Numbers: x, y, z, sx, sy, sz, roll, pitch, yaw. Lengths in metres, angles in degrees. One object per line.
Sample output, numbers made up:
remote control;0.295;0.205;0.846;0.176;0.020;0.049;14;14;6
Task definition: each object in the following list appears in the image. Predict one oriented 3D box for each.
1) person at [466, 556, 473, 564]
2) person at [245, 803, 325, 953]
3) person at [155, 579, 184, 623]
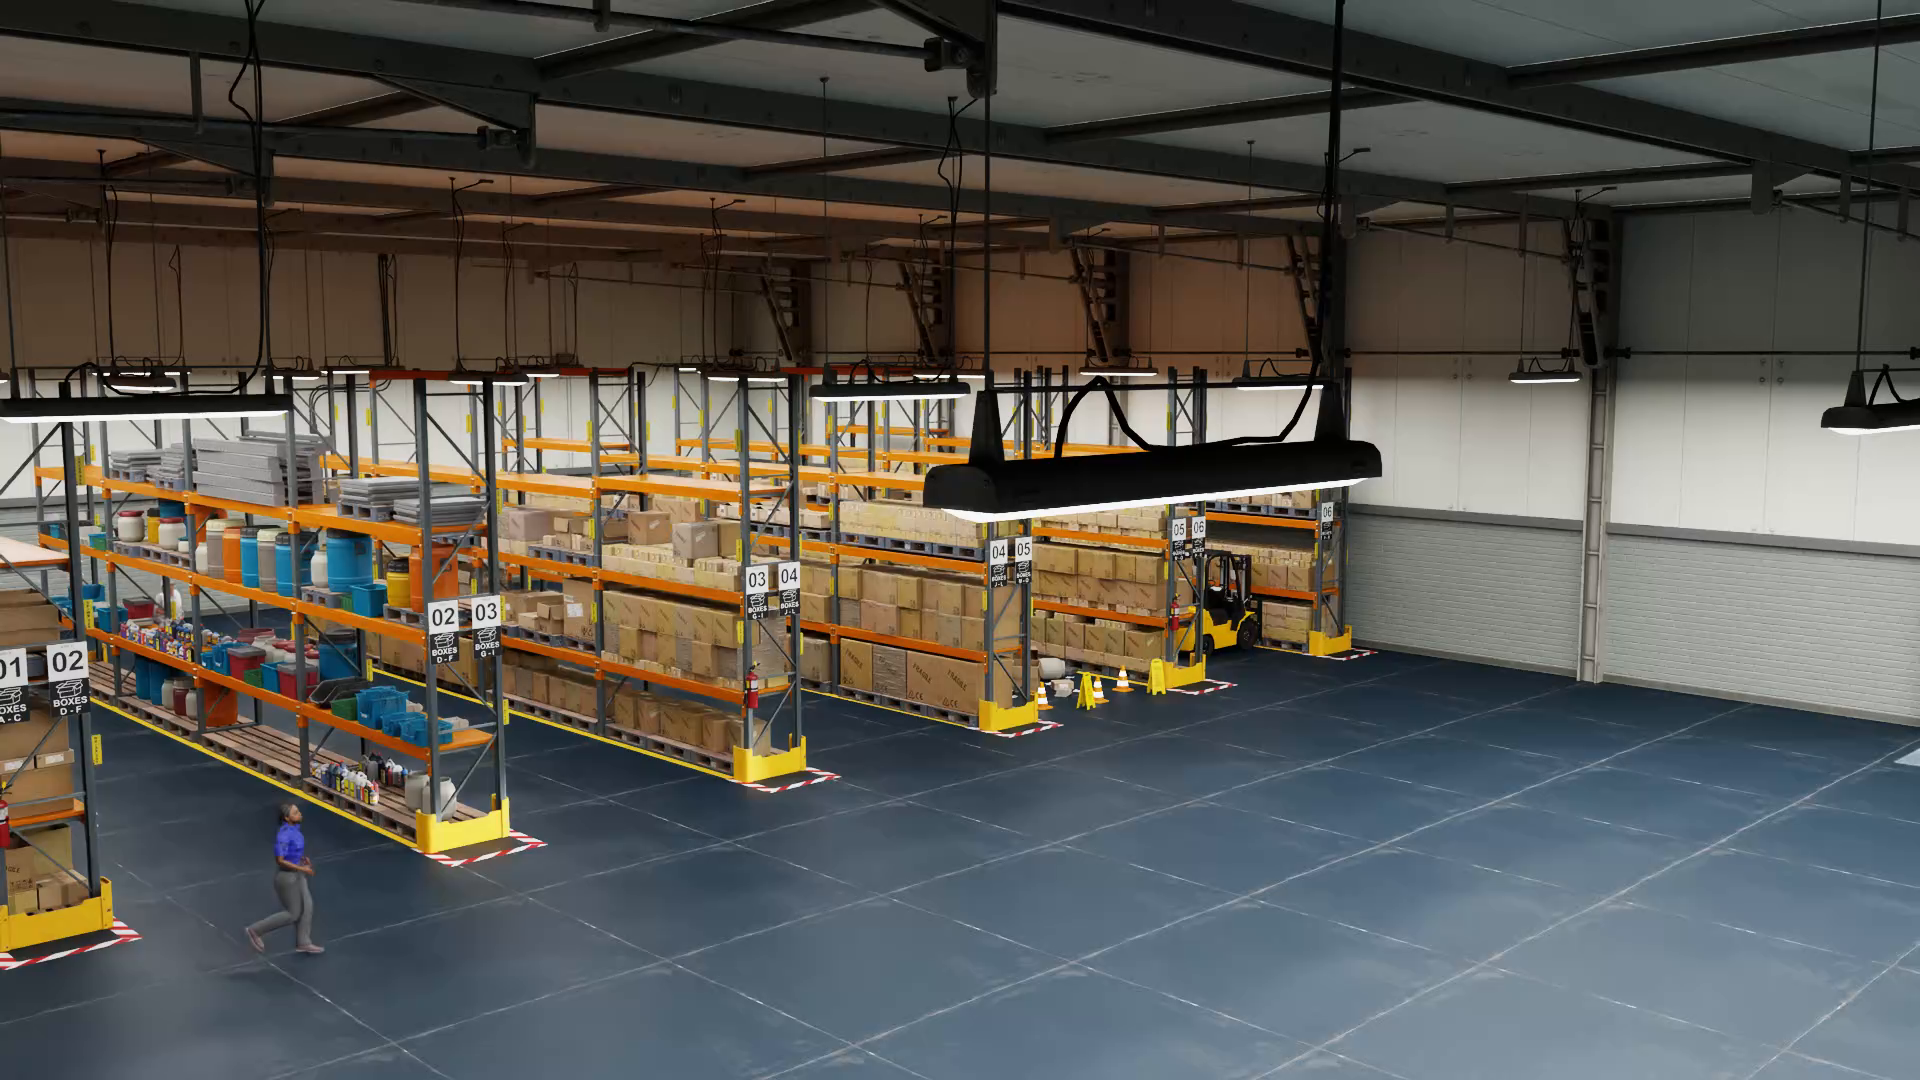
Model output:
person;-11.729;1.037;39.975;0.652;1.577;0.649;3;7;28
person;-7.112;3.569;17.491;0.744;1.646;0.585;-2;7;-14
person;-15.986;1.649;33.710;0.695;1.764;0.637;5;8;38
